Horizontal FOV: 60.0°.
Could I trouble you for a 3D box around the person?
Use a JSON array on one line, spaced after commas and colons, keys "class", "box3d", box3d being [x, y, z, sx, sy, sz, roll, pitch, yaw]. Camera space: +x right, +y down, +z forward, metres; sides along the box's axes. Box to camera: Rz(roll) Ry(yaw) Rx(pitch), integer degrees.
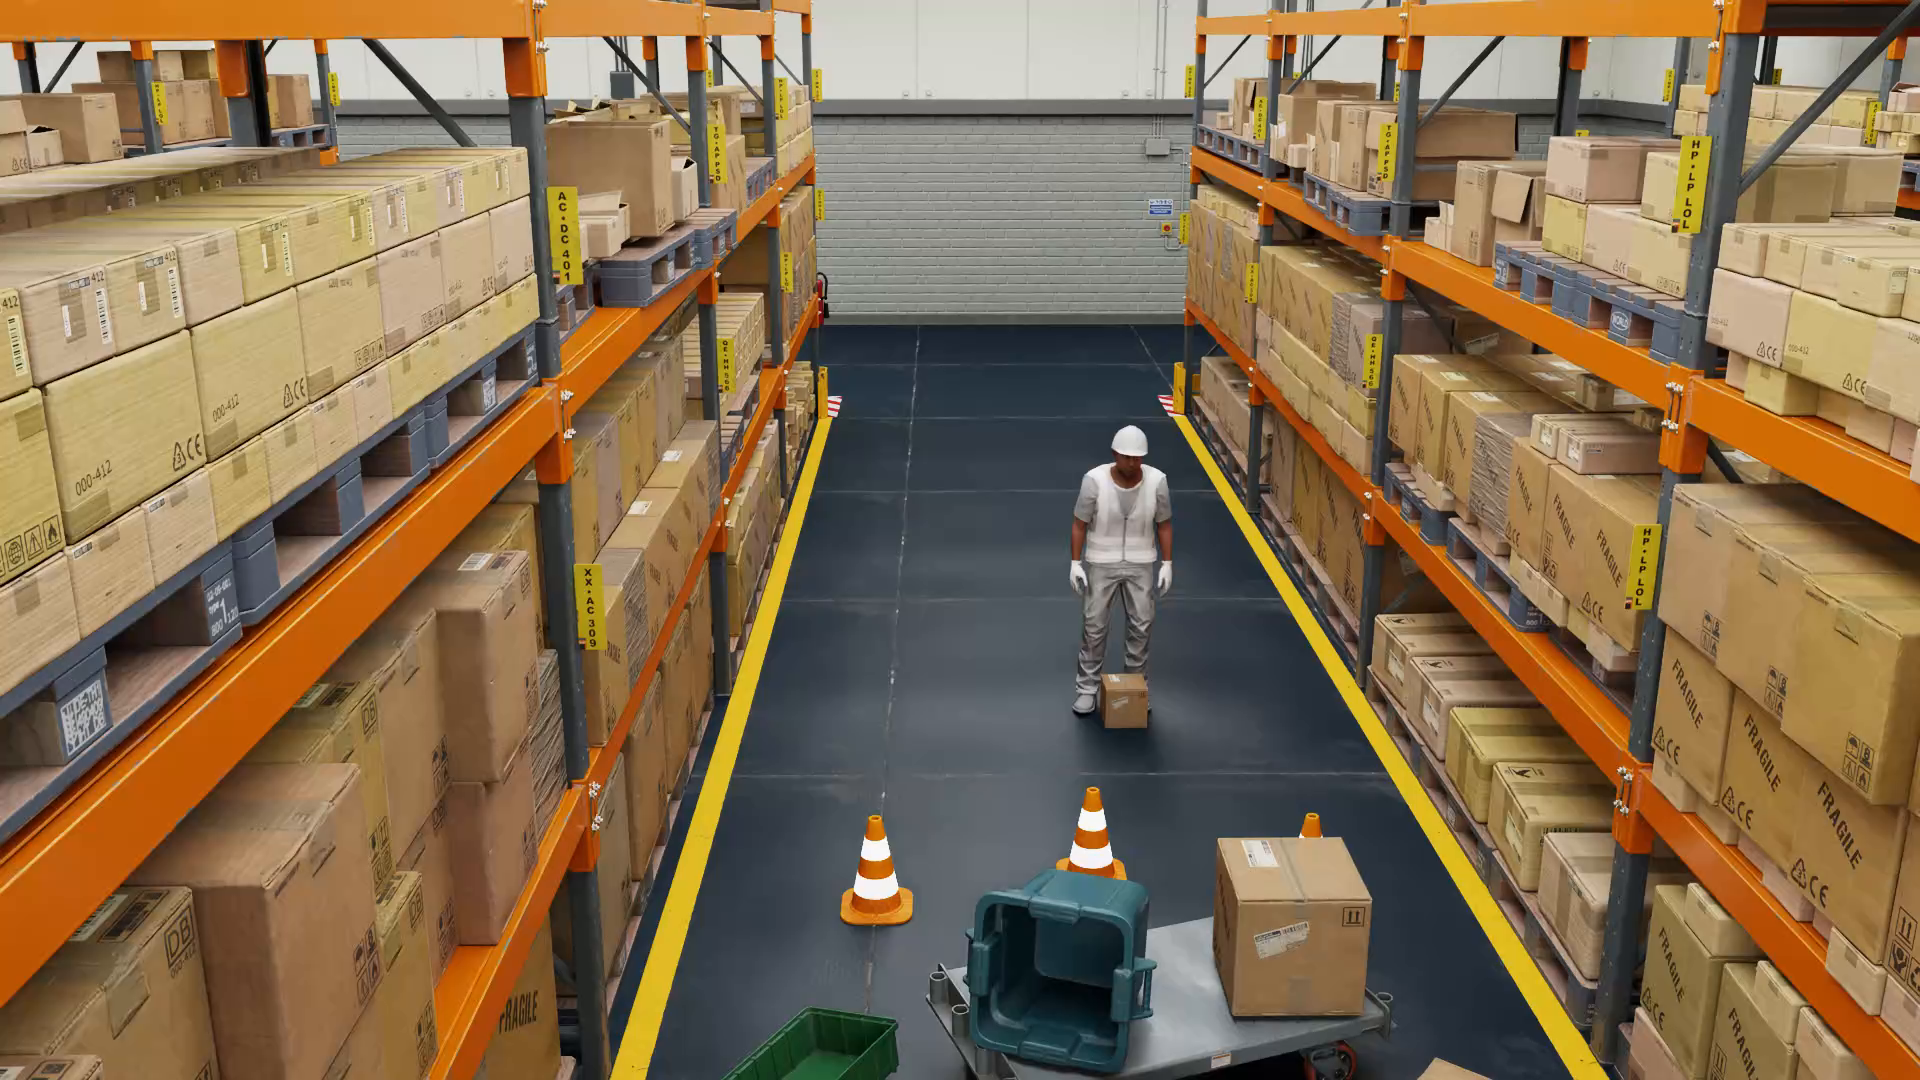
[{"class": "person", "box3d": [0.966, 0.171, 9.964, 0.622, 1.774, 0.453, 0, 17, -1]}]
